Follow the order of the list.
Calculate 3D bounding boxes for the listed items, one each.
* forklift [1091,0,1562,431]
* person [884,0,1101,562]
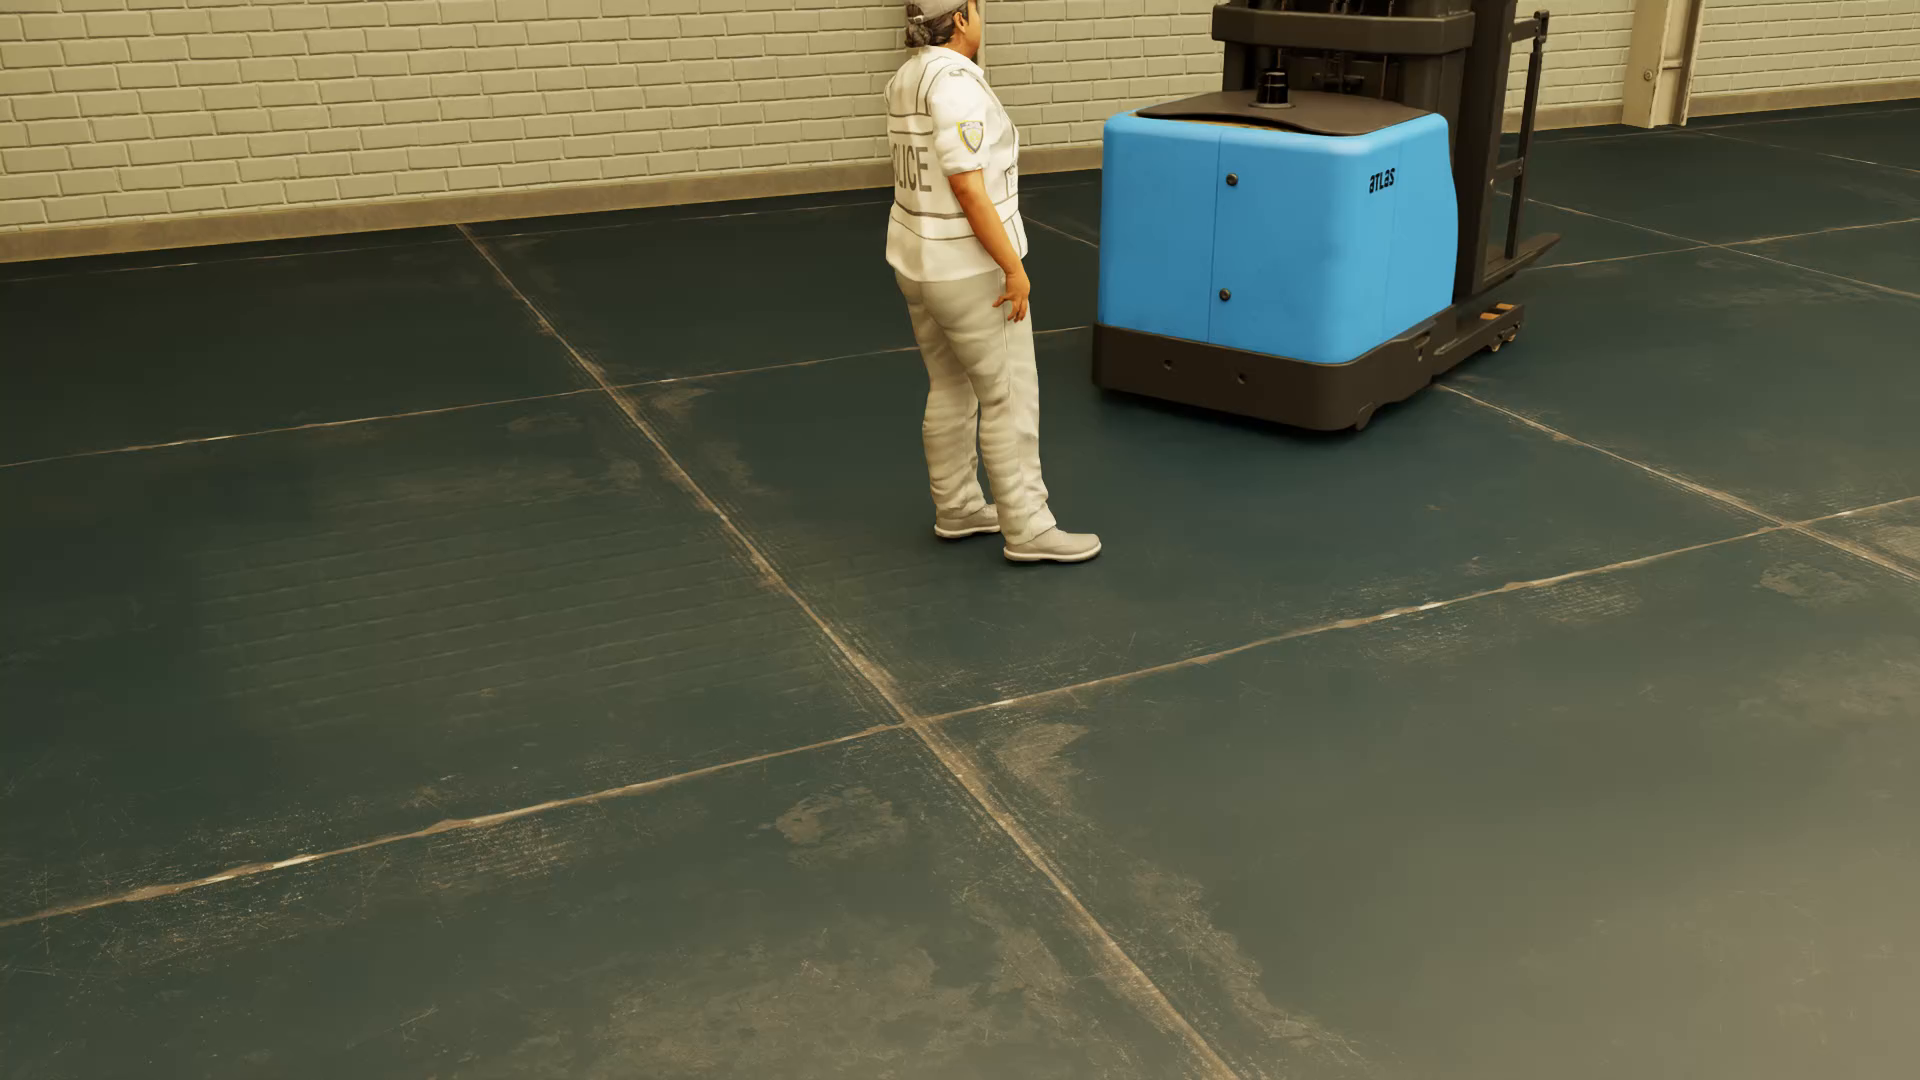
[{"bbox_3d":[1.776,-2.242,6.684,1.130,2.935,3.031,16,27,33],"label":"forklift"},{"bbox_3d":[0.079,-0.781,4.795,0.529,1.670,0.597,-10,25,-23],"label":"person"}]
